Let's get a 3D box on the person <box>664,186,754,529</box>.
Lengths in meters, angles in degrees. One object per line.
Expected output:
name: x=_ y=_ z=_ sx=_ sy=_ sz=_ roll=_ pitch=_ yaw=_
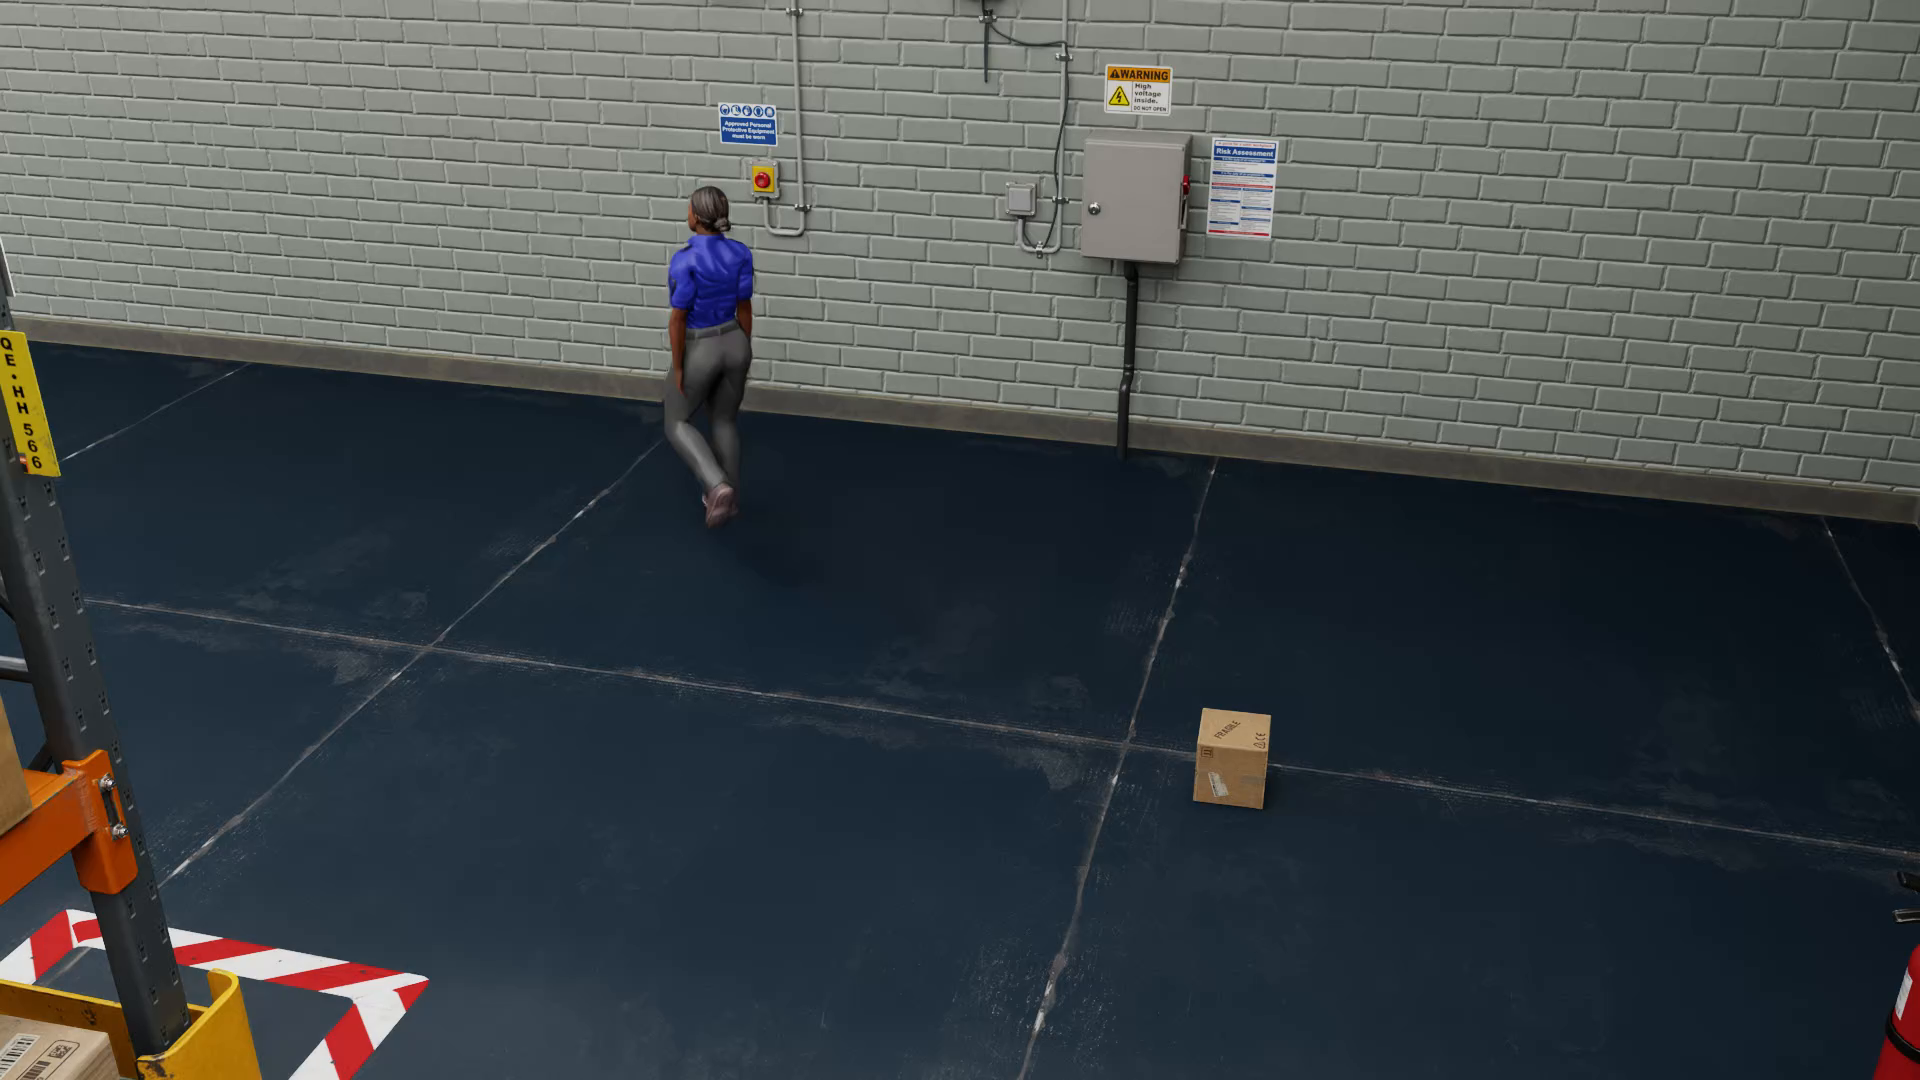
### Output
person: x=-1.162 y=-0.851 z=7.852 sx=0.446 sy=1.642 sz=0.525 roll=-18 pitch=31 yaw=-33
